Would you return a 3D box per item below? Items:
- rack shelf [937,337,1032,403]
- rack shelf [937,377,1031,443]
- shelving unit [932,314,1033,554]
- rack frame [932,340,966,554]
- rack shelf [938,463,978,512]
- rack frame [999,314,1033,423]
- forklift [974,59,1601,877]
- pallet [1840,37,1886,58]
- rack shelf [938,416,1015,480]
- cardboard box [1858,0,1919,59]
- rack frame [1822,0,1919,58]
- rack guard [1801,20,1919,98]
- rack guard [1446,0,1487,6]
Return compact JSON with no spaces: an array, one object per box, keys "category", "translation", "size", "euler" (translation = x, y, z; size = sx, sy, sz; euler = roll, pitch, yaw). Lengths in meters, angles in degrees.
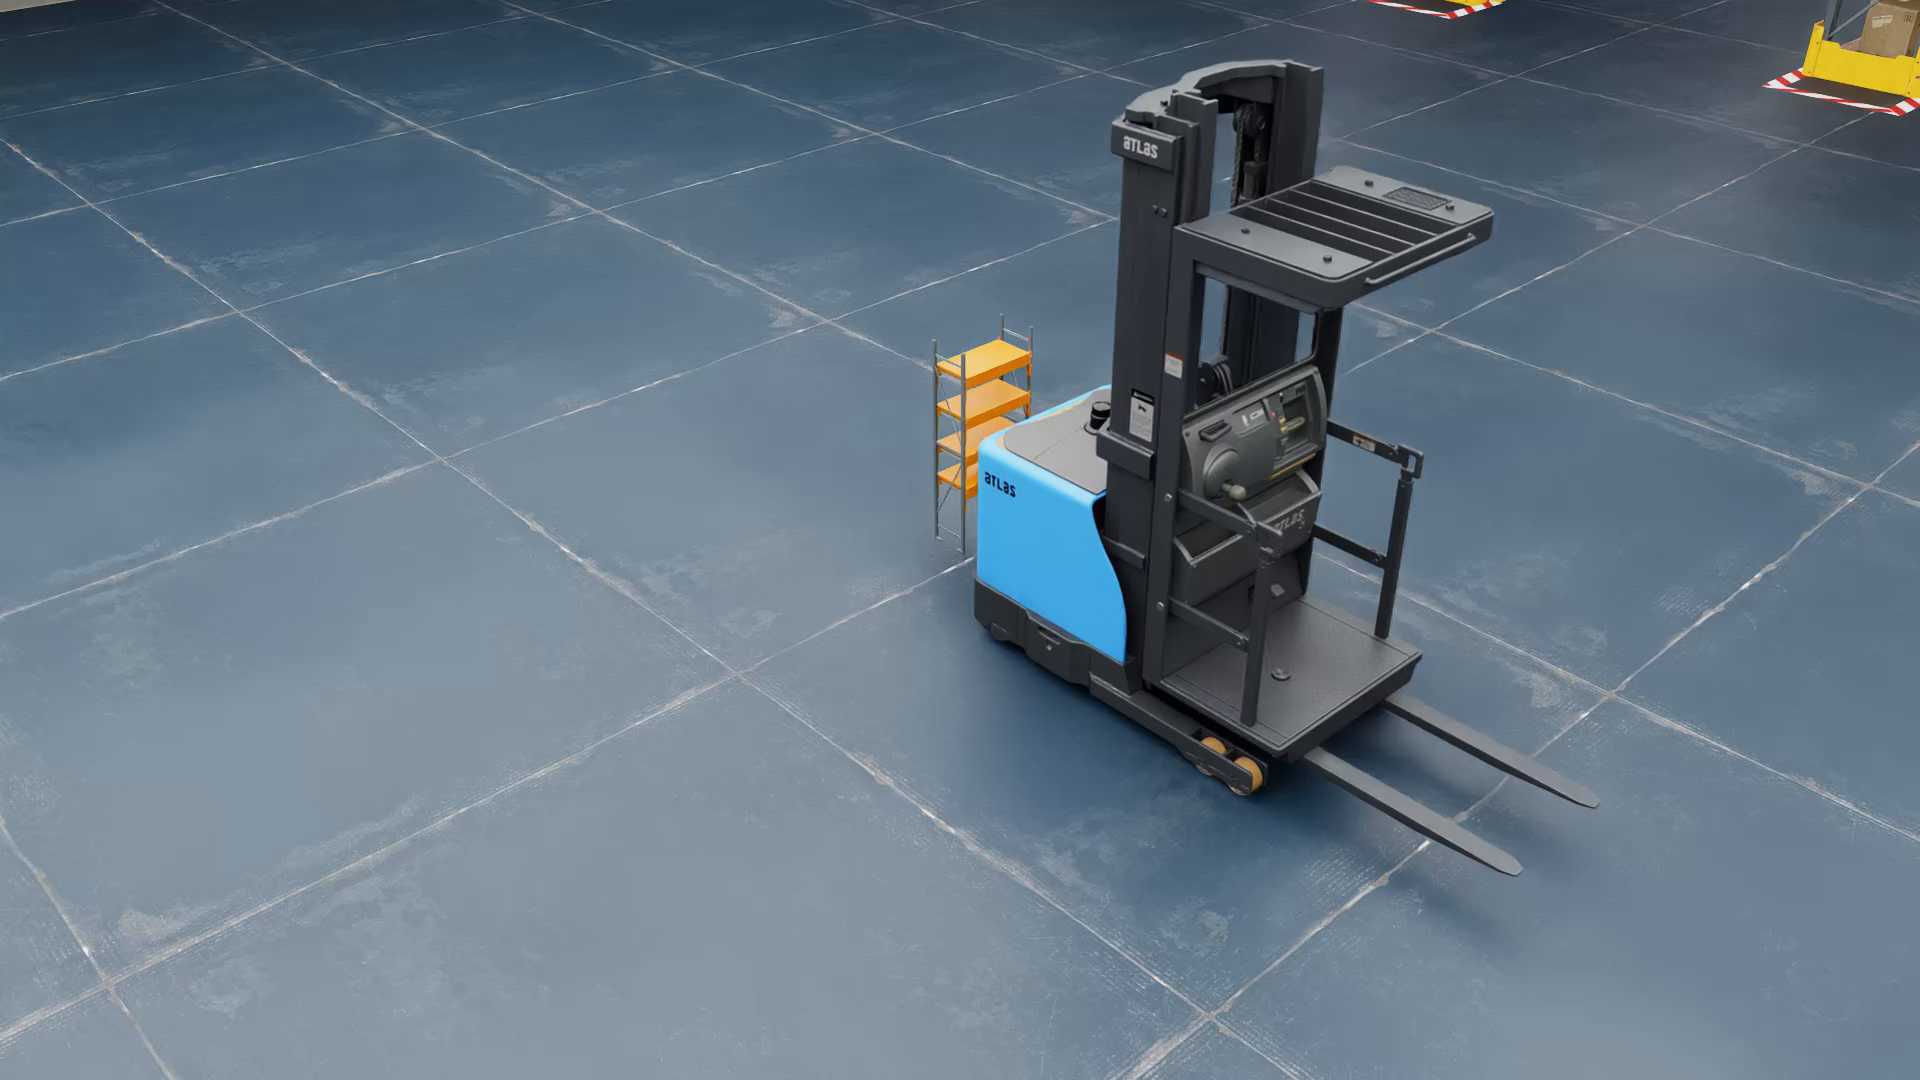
[{"category":"rack shelf","translation":[0.121,-0.906,8.828],"size":[0.480,0.148,0.258],"euler":[-26,40,-35]},{"category":"rack shelf","translation":[0.121,-0.704,8.951],"size":[0.480,0.148,0.258],"euler":[-26,40,-35]},{"category":"shelving unit","translation":[0.121,-0.571,9.033],"size":[0.503,1.200,0.258],"euler":[-26,40,-35]},{"category":"rack frame","translation":[-0.058,-0.484,8.891],"size":[0.015,1.200,0.240],"euler":[-26,40,-35]},{"category":"rack shelf","translation":[0.121,-0.344,9.172],"size":[0.480,0.148,0.258],"euler":[-26,40,-35]},{"category":"rack frame","translation":[0.300,-0.657,9.175],"size":[0.015,1.200,0.240],"euler":[-26,40,-35]},{"category":"forklift","translation":[1.438,-0.418,7.125],"size":[1.130,2.935,3.031],"euler":[-26,40,-35]},{"category":"pallet","translation":[9.756,-4.981,17.193],"size":[1.213,0.211,1.003],"euler":[-26,40,-35]},{"category":"rack shelf","translation":[0.121,-0.513,9.068],"size":[0.480,0.148,0.258],"euler":[-26,40,-35]},{"category":"cardboard box","translation":[9.550,-5.197,16.867],"size":[0.500,0.500,0.500],"euler":[-18,36,-27]},{"category":"rack frame","translation":[9.080,-5.869,15.972],"size":[0.127,3.000,1.000],"euler":[-26,40,-35]},{"category":"rack guard","translation":[9.136,-4.829,16.669],"size":[0.348,0.500,1.175],"euler":[-26,40,-35]},{"category":"rack guard","translation":[5.737,-6.742,19.797],"size":[0.348,0.500,1.175],"euler":[-26,40,-35]}]
